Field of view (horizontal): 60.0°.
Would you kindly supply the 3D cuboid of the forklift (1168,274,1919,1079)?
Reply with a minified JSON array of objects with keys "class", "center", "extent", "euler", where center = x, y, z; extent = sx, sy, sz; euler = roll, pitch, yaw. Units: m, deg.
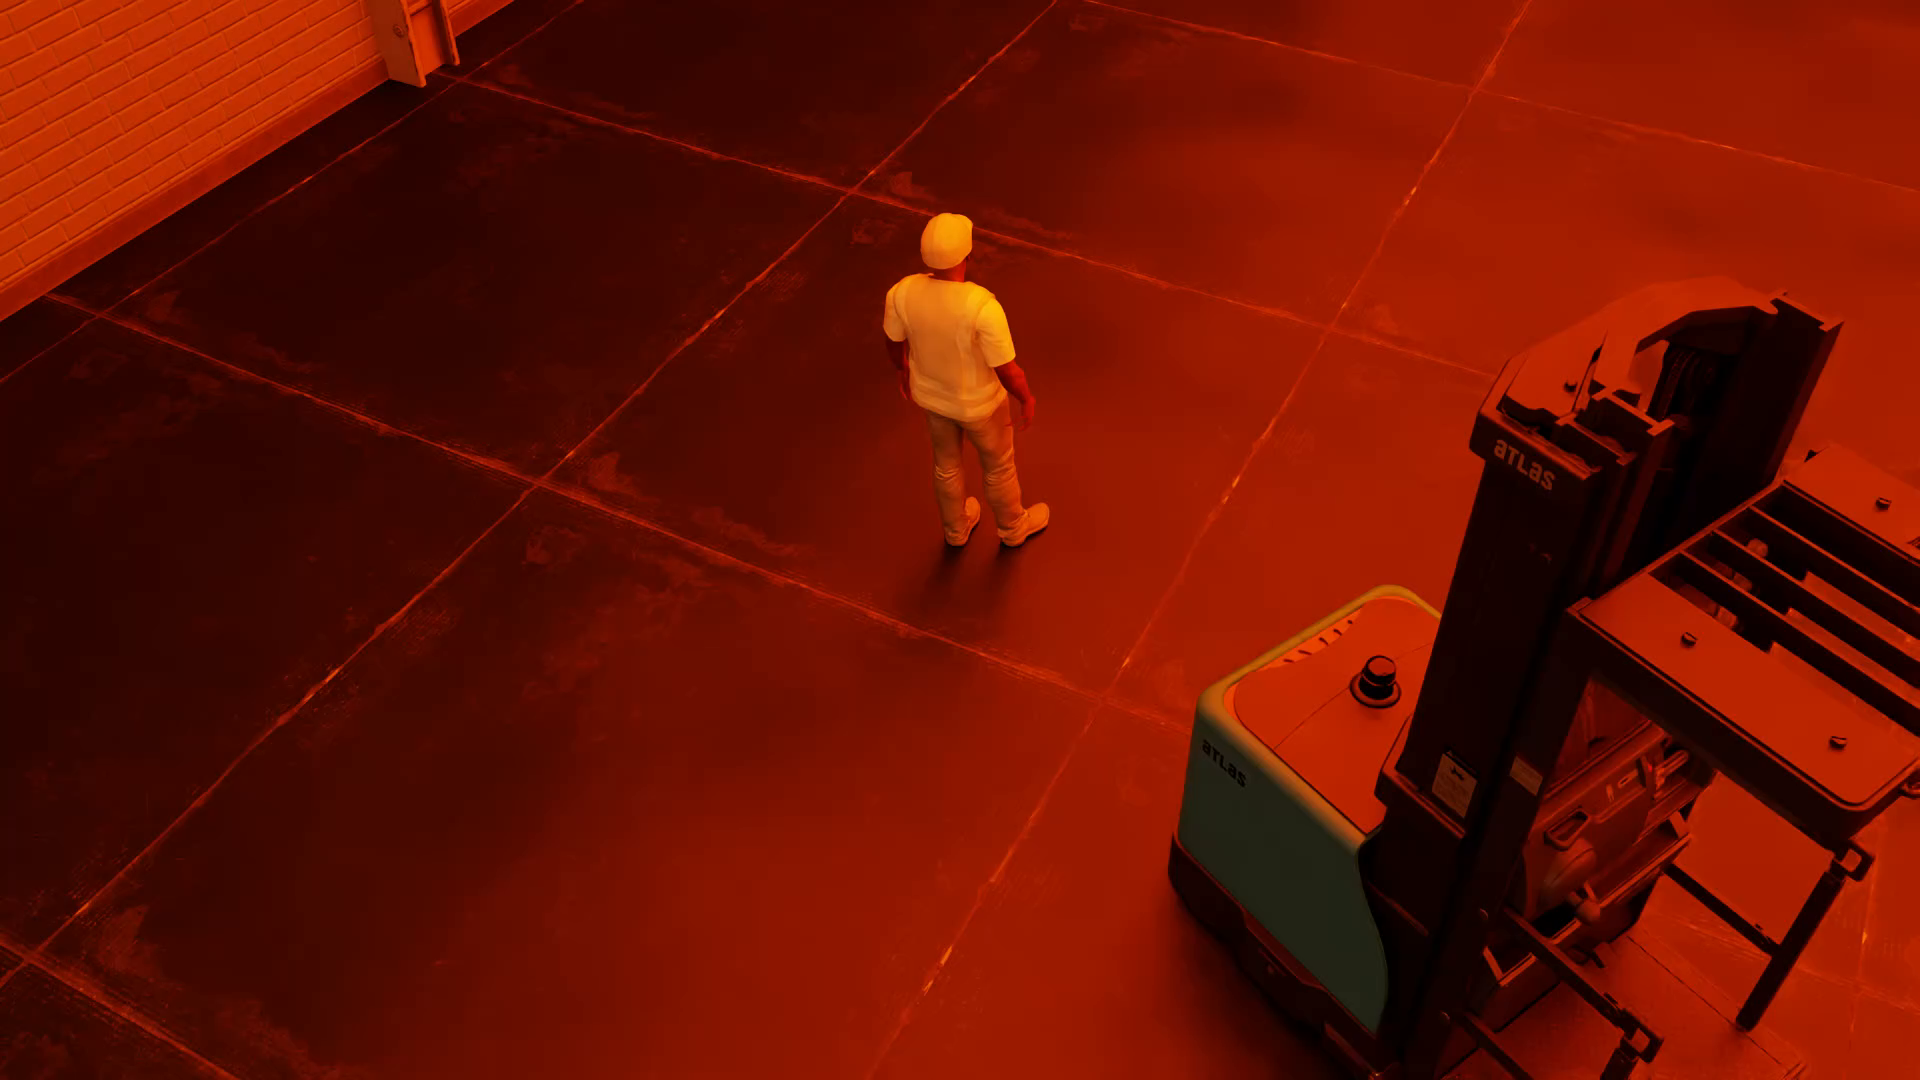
[{"class":"forklift","center":[2.069,0.862,4.739],"extent":[1.130,2.935,3.031],"euler":[-27,49,-26]}]

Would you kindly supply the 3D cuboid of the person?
[{"class":"person","center":[0.037,-0.689,7.225],"extent":[0.666,1.768,0.575],"euler":[20,47,20]}]
